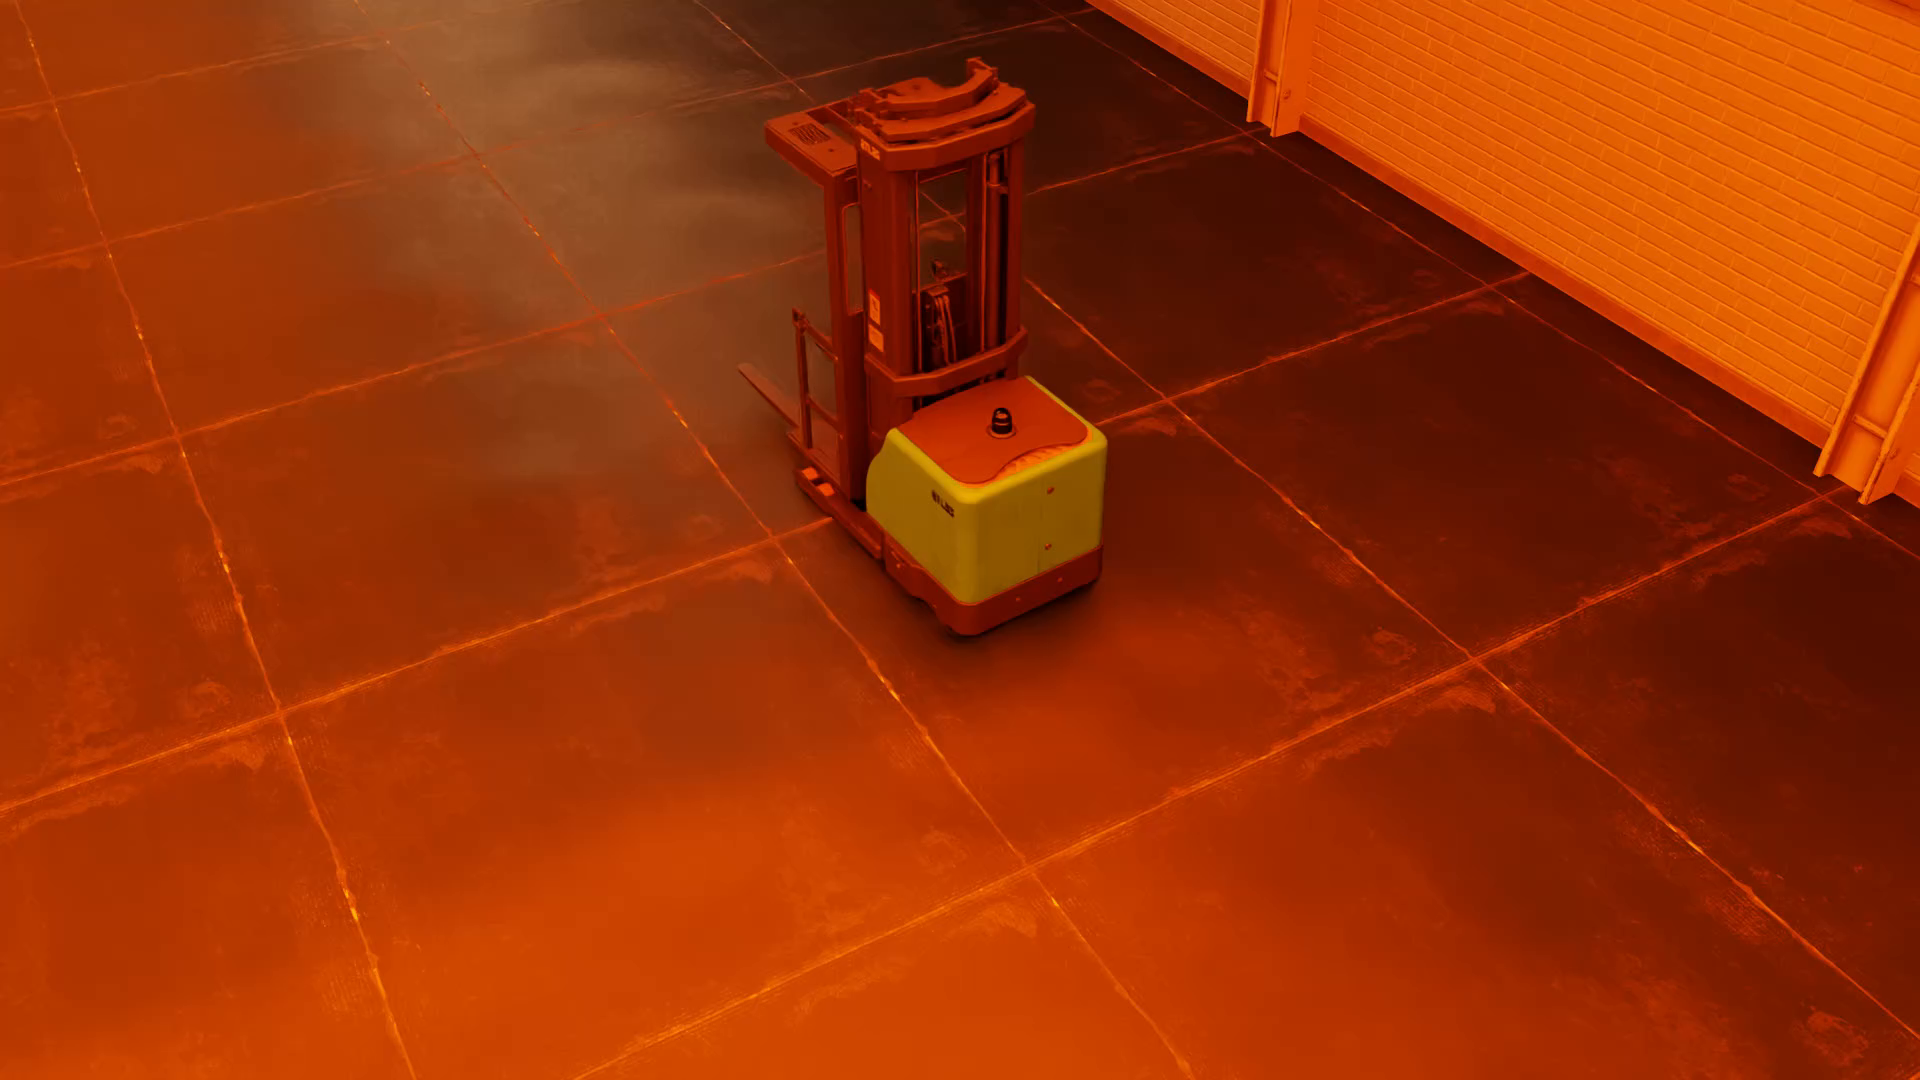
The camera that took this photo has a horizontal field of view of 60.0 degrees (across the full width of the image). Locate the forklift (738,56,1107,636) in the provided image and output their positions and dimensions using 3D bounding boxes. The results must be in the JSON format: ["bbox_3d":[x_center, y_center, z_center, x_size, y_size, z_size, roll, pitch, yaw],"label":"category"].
[{"bbox_3d":[-0.399,-1.481,9.821,1.130,2.935,3.031,-24,45,-26],"label":"forklift"}]
